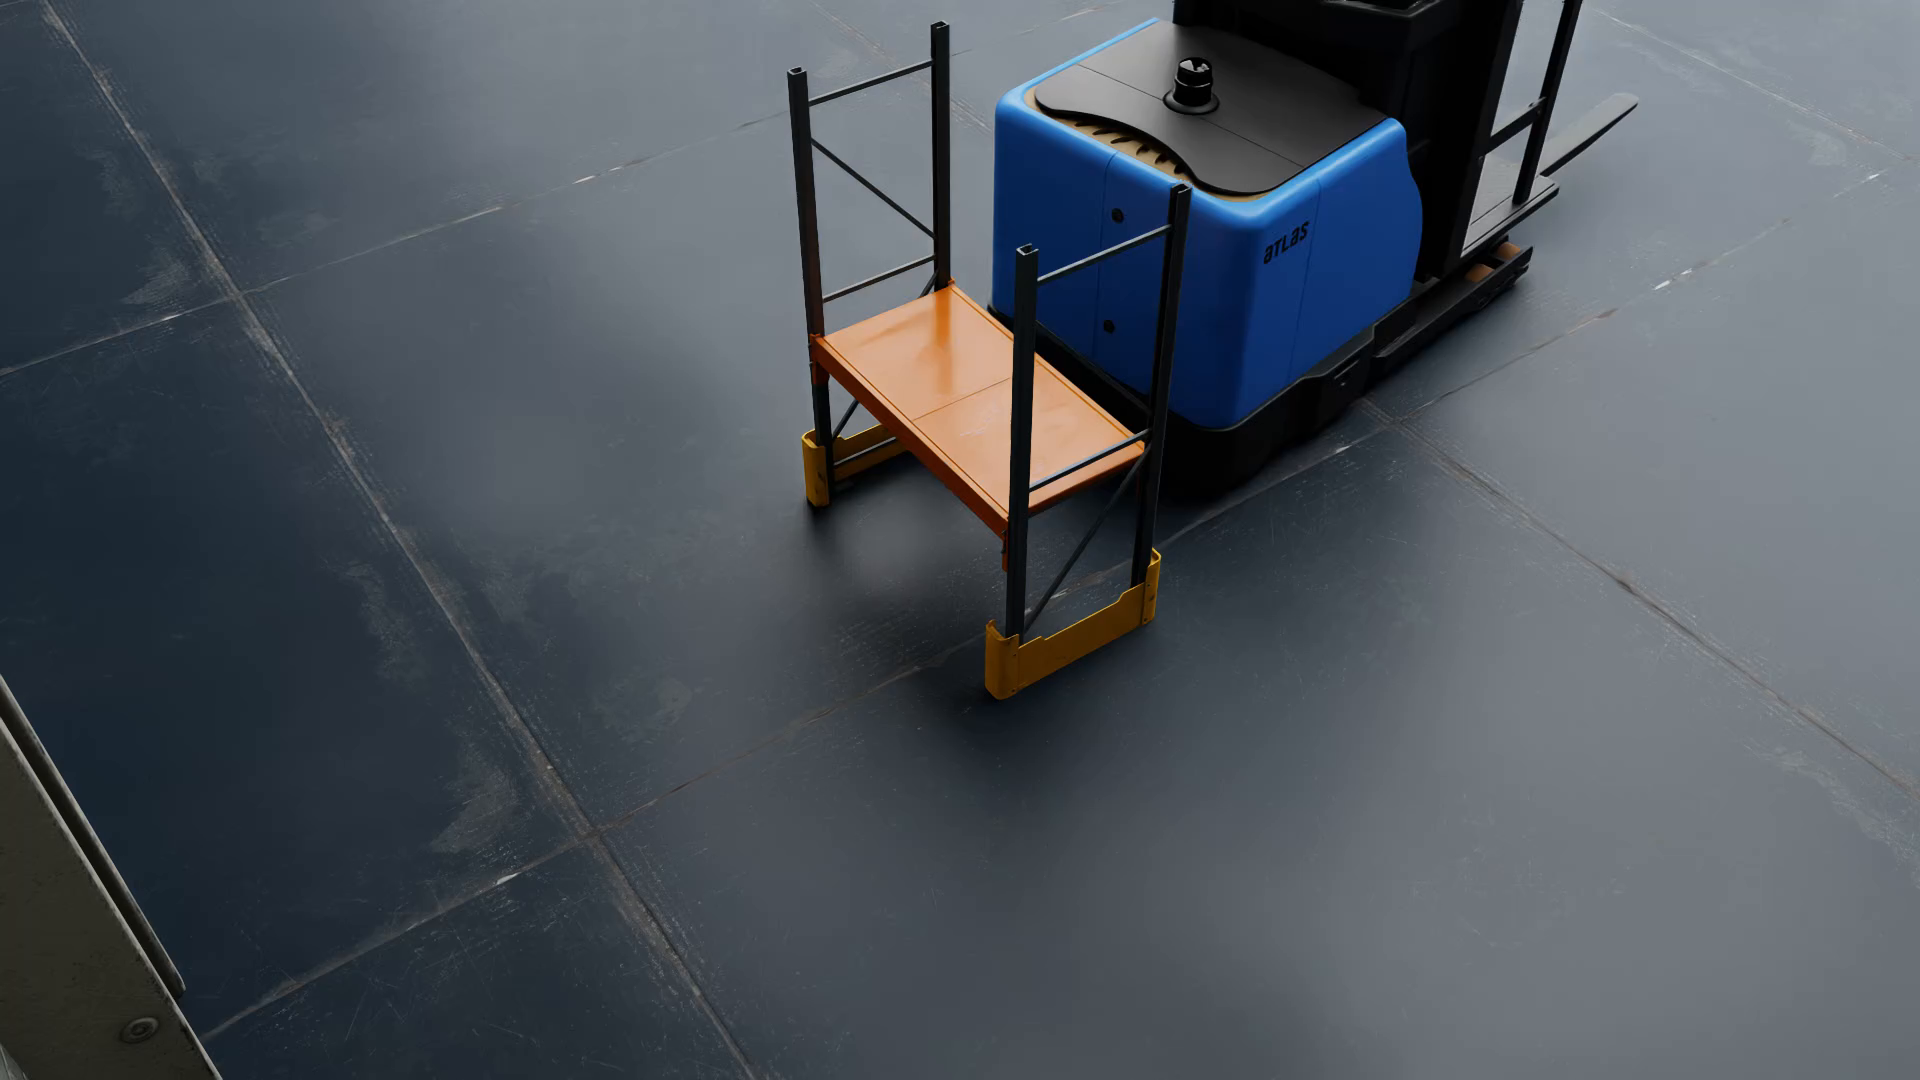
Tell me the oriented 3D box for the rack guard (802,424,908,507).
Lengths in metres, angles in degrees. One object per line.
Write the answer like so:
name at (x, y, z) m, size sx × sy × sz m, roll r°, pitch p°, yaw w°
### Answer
rack guard at (-0.241, -0.329, 5.414) m, size 0.587 × 0.250 × 0.087 m, roll -26°, pitch 49°, yaw -24°

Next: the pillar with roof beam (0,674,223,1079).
pillar with roof beam at (1.583, -3.706, 2.615) m, size 9.100 × 9.000 × 0.400 m, roll -26°, pitch 49°, yaw -24°

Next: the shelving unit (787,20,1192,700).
shelving unit at (0.044, -0.499, 4.687) m, size 0.587 × 1.500 × 1.083 m, roll -26°, pitch 49°, yaw -24°

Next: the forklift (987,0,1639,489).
forklift at (1.489, -2.137, 5.366) m, size 1.130 × 2.935 × 3.031 m, roll 34°, pitch 53°, yaw 31°

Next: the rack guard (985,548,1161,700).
rack guard at (0.328, 0.235, 4.823) m, size 0.587 × 0.250 × 0.087 m, roll -26°, pitch 49°, yaw -24°

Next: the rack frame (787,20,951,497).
rack frame at (-0.242, -0.782, 4.983) m, size 0.500 × 1.500 × 0.032 m, roll -26°, pitch 49°, yaw -24°

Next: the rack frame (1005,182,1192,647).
rack frame at (0.340, -0.206, 4.380) m, size 0.500 × 1.500 × 0.032 m, roll -26°, pitch 49°, yaw -24°

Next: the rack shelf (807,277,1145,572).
rack shelf at (0.049, -0.364, 4.806) m, size 0.538 × 0.185 × 1.000 m, roll -26°, pitch 49°, yaw -24°
